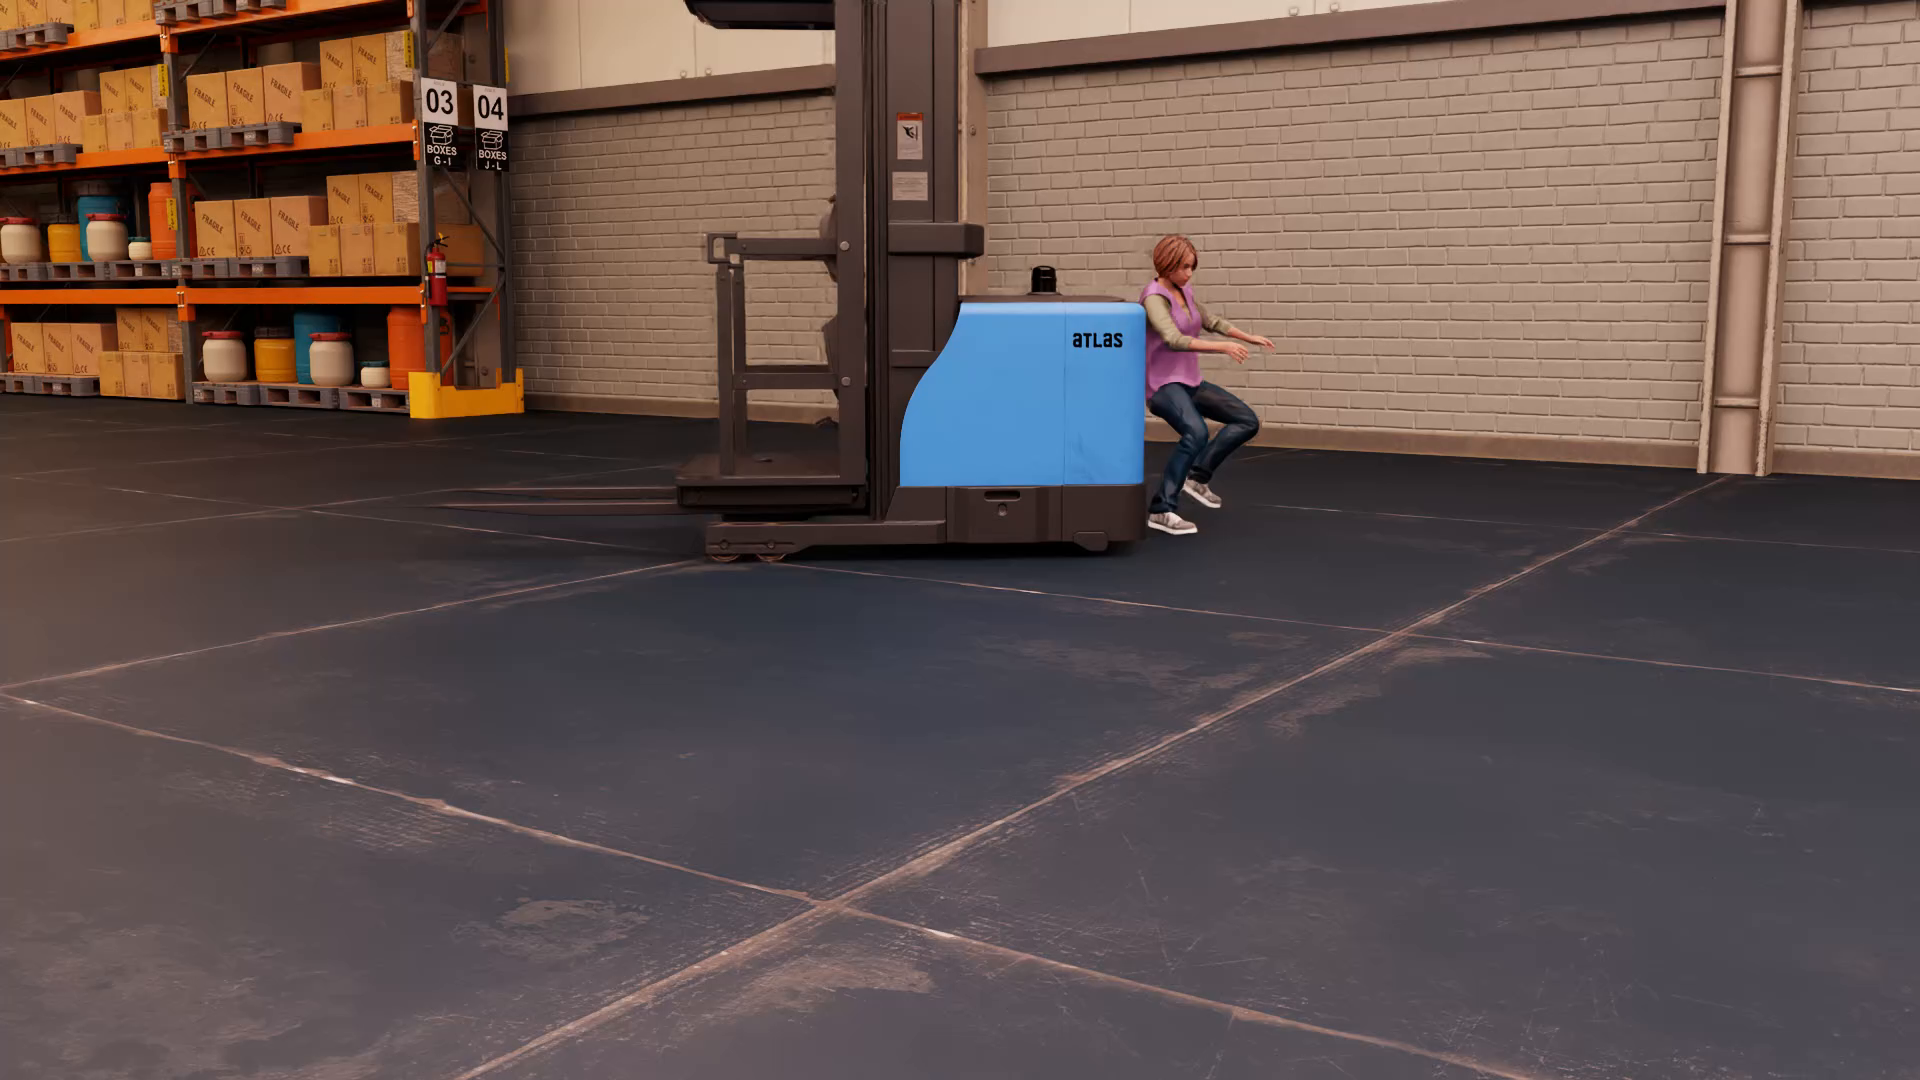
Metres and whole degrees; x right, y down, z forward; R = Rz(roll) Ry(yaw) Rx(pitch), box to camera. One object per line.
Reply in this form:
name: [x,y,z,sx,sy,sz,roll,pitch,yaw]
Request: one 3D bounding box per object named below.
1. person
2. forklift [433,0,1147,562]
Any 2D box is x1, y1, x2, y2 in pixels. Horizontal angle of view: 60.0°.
person: [1.177,-0.762,8.012,0.689,1.399,0.762,6,10,36]
forklift: [-0.740,-1.435,7.282,3.031,2.935,1.130,-1,8,-4]
